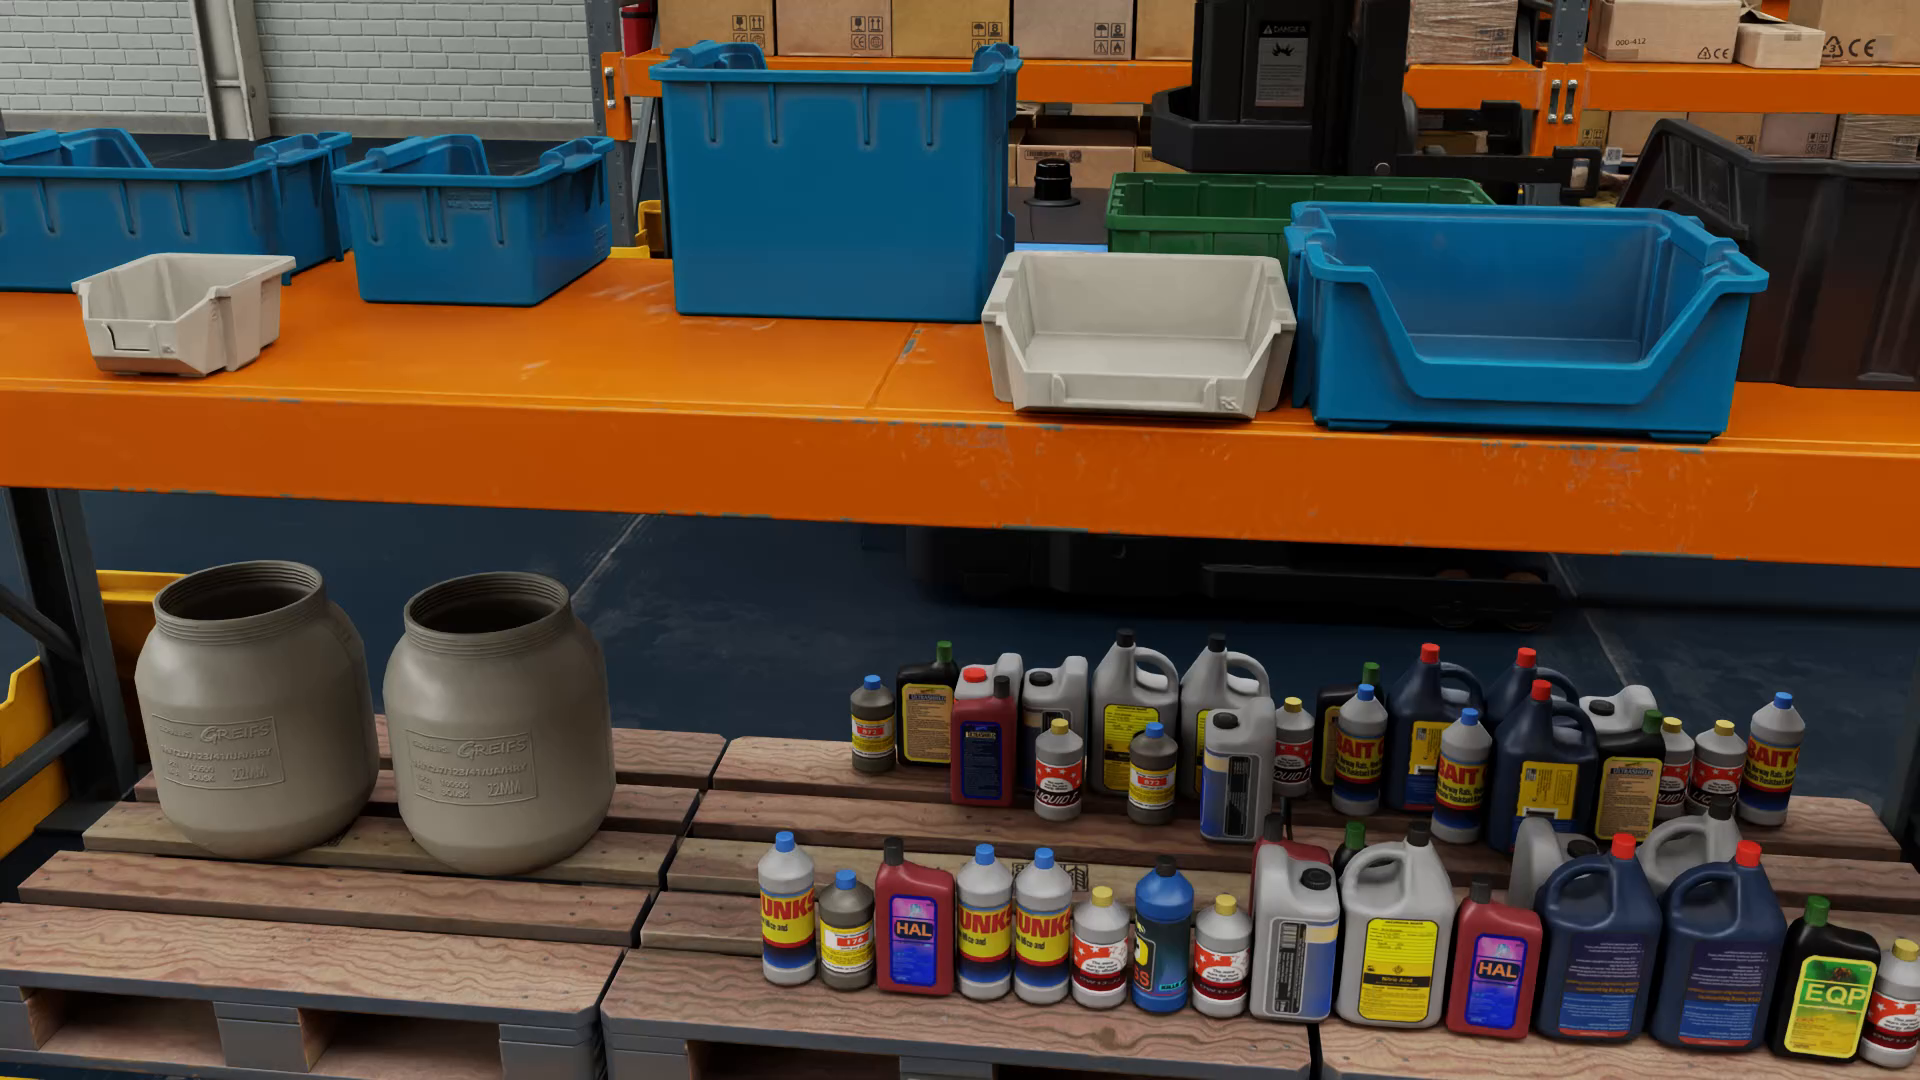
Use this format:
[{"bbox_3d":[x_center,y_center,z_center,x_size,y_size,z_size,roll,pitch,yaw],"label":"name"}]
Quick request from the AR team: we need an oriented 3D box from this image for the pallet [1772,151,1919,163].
[{"bbox_3d":[6.272,-2.636,11.819,1.213,0.211,1.003,2,22,6],"label":"pallet"}]

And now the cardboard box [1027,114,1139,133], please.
[{"bbox_3d":[0.583,-1.726,7.875,0.500,0.500,0.500,2,22,6],"label":"cardboard box"}]

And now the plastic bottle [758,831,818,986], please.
[{"bbox_3d":[-0.298,0.629,2.881,0.097,0.271,0.097,0,22,0],"label":"plastic bottle"}]

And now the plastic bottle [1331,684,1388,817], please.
[{"bbox_3d":[0.819,0.423,3.403,0.097,0.271,0.097,0,22,0],"label":"plastic bottle"}]

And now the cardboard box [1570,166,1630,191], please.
[{"bbox_3d":[2.933,-1.527,7.628,0.500,0.311,0.500,2,22,6],"label":"cardboard box"}]

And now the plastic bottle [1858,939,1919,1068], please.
[{"bbox_3d":[1.513,0.741,2.694,0.097,0.201,0.097,0,22,0],"label":"plastic bottle"}]

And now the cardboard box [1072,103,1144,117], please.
[{"bbox_3d":[1.069,-3.149,12.126,0.500,0.500,0.700,1,22,3],"label":"cardboard box"}]

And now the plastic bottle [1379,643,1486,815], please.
[{"bbox_3d":[0.970,0.379,3.407,0.185,0.351,0.144,2,22,4],"label":"plastic bottle"}]

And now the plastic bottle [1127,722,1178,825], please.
[{"bbox_3d":[0.392,0.468,3.385,0.097,0.201,0.097,0,22,0],"label":"plastic bottle"}]

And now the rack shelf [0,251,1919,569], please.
[{"bbox_3d":[-0.076,-0.206,2.859,4.000,0.370,1.077,2,22,6],"label":"rack shelf"}]

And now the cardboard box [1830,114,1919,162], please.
[{"bbox_3d":[6.327,-2.952,11.629,0.500,0.500,0.700,3,22,7],"label":"cardboard box"}]

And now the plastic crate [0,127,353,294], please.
[{"bbox_3d":[-1.530,-0.645,3.195,0.616,0.251,0.499,2,22,6],"label":"plastic crate"}]

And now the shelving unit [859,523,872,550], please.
[{"bbox_3d":[-0.216,-0.566,5.239,0.189,1.200,0.258,2,22,5],"label":"shelving unit"}]

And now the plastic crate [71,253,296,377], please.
[{"bbox_3d":[-1.211,-0.348,2.599,0.250,0.136,0.298,2,22,6],"label":"plastic crate"}]

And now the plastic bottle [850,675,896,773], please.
[{"bbox_3d":[-0.187,0.389,3.583,0.097,0.201,0.097,0,22,0],"label":"plastic bottle"}]

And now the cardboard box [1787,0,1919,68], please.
[{"bbox_3d":[3.780,-2.247,6.907,0.500,0.500,0.500,4,22,10],"label":"cardboard box"}]

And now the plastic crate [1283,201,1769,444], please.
[{"bbox_3d":[0.779,-0.334,2.406,0.616,0.251,0.499,2,22,6],"label":"plastic crate"}]

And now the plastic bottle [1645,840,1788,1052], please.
[{"bbox_3d":[1.236,0.651,2.719,0.185,0.351,0.144,2,22,5],"label":"plastic bottle"}]

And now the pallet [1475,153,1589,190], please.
[{"bbox_3d":[3.849,-2.741,12.086,1.213,0.211,1.003,2,22,6],"label":"pallet"}]

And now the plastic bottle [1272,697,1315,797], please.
[{"bbox_3d":[0.691,0.427,3.487,0.097,0.201,0.097,0,22,0],"label":"plastic bottle"}]

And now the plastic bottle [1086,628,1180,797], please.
[{"bbox_3d":[0.363,0.352,3.474,0.185,0.351,0.144,3,22,9],"label":"plastic bottle"}]

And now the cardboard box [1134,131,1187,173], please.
[{"bbox_3d":[1.018,-1.514,7.338,0.500,0.500,0.500,2,22,6],"label":"cardboard box"}]

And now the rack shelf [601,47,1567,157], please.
[{"bbox_3d":[0.510,-2.014,7.433,4.000,0.370,1.077,2,22,6],"label":"rack shelf"}]

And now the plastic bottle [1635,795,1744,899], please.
[{"bbox_3d":[1.253,0.598,2.852,0.185,0.351,0.144,2,22,6],"label":"plastic bottle"}]

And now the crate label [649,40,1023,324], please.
[{"bbox_3d":[-0.203,-0.663,2.988,0.616,0.435,0.502,2,22,6],"label":"crate label"}]

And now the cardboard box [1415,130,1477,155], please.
[{"bbox_3d":[2.073,-1.662,7.713,0.500,0.500,0.500,2,22,6],"label":"cardboard box"}]

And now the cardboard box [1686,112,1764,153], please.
[{"bbox_3d":[5.332,-3.028,11.821,0.500,0.500,0.700,2,22,6],"label":"cardboard box"}]

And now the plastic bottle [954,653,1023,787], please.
[{"bbox_3d":[0.060,0.375,3.517,0.135,0.276,0.152,3,22,7],"label":"plastic bottle"}]

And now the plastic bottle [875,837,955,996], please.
[{"bbox_3d":[-0.076,0.640,2.837,0.133,0.283,0.061,3,22,7],"label":"plastic bottle"}]

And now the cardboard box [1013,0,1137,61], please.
[{"bbox_3d":[0.524,-2.391,7.272,0.500,0.500,0.700,3,22,8],"label":"cardboard box"}]

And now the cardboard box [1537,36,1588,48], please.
[{"bbox_3d":[4.246,-3.418,11.788,0.500,0.250,0.500,2,22,5],"label":"cardboard box"}]

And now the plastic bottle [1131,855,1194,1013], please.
[{"bbox_3d":[0.342,0.657,2.810,0.097,0.271,0.097,0,22,0],"label":"plastic bottle"}]

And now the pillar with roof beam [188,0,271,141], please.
[{"bbox_3d":[-6.564,-6.007,8.395,0.400,9.000,9.100,2,22,6],"label":"pillar with roof beam"}]

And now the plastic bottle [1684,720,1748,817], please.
[{"bbox_3d":[1.544,0.465,3.393,0.097,0.201,0.097,0,22,0],"label":"plastic bottle"}]

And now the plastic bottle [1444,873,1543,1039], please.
[{"bbox_3d":[0.879,0.682,2.731,0.133,0.283,0.061,4,22,10],"label":"plastic bottle"}]

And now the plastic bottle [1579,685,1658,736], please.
[{"bbox_3d":[1.321,0.430,3.378,0.135,0.276,0.152,3,22,8],"label":"plastic bottle"}]

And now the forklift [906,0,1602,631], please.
[{"bbox_3d":[1.389,-1.307,4.759,3.031,2.935,1.130,2,22,5],"label":"forklift"}]

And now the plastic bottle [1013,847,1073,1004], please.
[{"bbox_3d":[0.141,0.649,2.832,0.097,0.271,0.097,0,22,0],"label":"plastic bottle"}]

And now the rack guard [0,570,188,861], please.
[{"bbox_3d":[-1.981,0.522,3.441,0.348,0.500,1.175,2,22,6],"label":"rack guard"}]

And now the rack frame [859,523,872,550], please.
[{"bbox_3d":[-0.308,-0.569,5.248,0.006,1.200,0.240,2,22,5],"label":"rack frame"}]

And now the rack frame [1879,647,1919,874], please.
[{"bbox_3d":[1.910,-0.454,2.508,0.127,3.000,1.000,2,22,6],"label":"rack frame"}]

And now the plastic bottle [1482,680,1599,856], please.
[{"bbox_3d":[1.140,0.440,3.253,0.185,0.351,0.144,2,22,6],"label":"plastic bottle"}]

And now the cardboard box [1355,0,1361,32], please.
[{"bbox_3d":[1.531,-2.346,7.158,0.500,0.500,0.700,2,22,6],"label":"cardboard box"}]

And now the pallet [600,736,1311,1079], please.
[{"bbox_3d":[0.033,0.747,3.264,1.213,0.211,1.003,2,22,6],"label":"pallet"}]

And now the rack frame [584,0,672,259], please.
[{"bbox_3d":[-1.476,-2.435,7.520,0.127,3.000,1.000,2,22,6],"label":"rack frame"}]

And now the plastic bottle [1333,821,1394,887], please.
[{"bbox_3d":[0.712,0.621,2.885,0.133,0.283,0.061,2,22,6],"label":"plastic bottle"}]

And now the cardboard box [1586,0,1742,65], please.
[{"bbox_3d":[2.991,-2.187,7.096,0.500,0.250,0.500,4,22,10],"label":"cardboard box"}]

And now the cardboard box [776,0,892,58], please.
[{"bbox_3d":[-0.491,-2.436,7.386,0.500,0.500,0.700,3,22,8],"label":"cardboard box"}]

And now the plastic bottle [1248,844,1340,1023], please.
[{"bbox_3d":[0.564,0.655,2.810,0.135,0.276,0.152,3,22,7],"label":"plastic bottle"}]

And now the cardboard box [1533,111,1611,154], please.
[{"bbox_3d":[4.328,-3.083,11.961,0.500,0.500,0.700,2,22,5],"label":"cardboard box"}]

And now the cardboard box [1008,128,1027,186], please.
[{"bbox_3d":[0.026,-1.558,7.451,0.500,0.500,0.500,2,22,6],"label":"cardboard box"}]

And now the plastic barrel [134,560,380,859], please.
[{"bbox_3d":[-1.400,0.335,3.325,0.421,0.512,0.421,0,22,0],"label":"plastic barrel"}]
